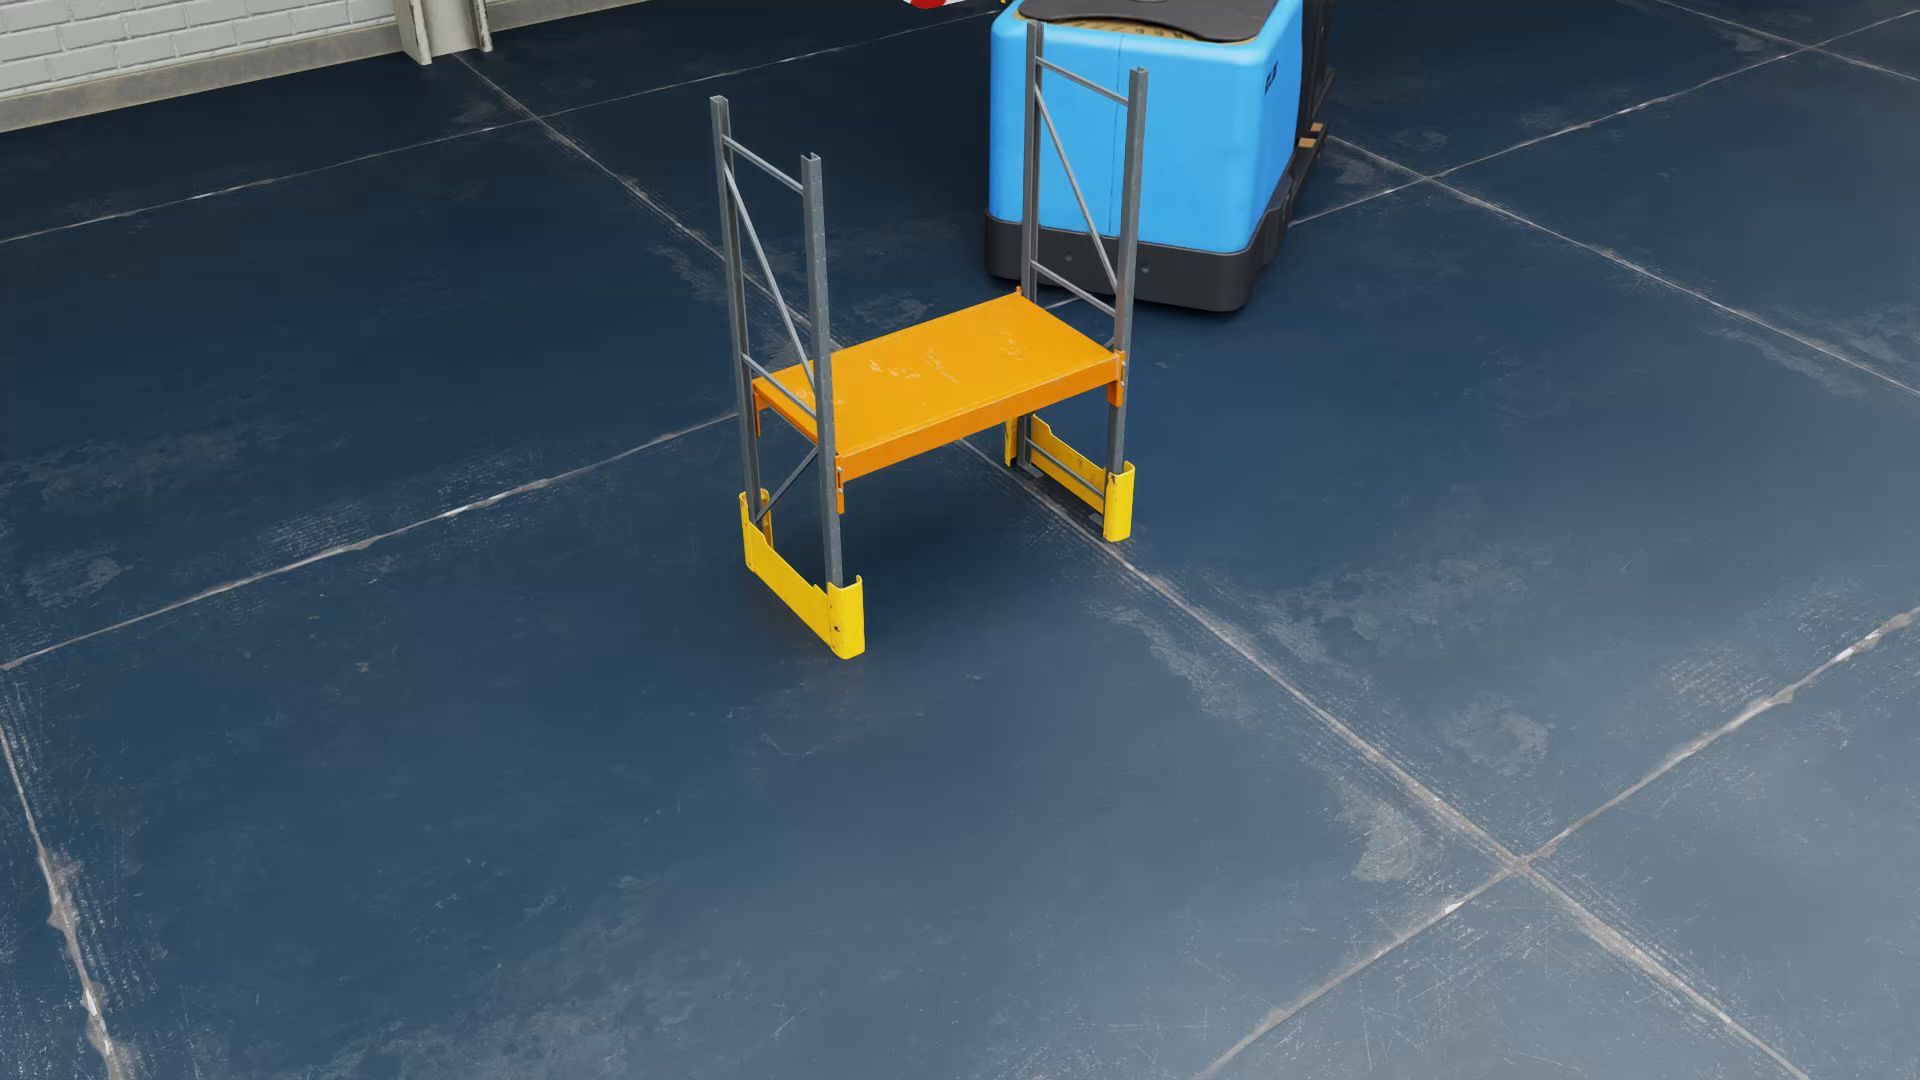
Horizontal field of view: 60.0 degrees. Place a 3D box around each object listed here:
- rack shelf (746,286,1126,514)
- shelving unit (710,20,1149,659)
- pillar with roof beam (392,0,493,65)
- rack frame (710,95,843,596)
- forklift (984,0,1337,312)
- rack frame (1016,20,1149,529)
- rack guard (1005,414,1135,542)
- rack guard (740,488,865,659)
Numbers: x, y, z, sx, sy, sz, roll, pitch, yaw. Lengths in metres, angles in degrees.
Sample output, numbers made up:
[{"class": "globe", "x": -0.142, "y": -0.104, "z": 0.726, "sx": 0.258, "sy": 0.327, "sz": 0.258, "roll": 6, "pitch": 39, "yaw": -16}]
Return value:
[{"class": "rack shelf", "x": -0.070, "y": -0.434, "z": 4.877, "sx": 1.000, "sy": 0.185, "sz": 0.538, "roll": -22, "pitch": 41, "yaw": -28}, {"class": "shelving unit", "x": -0.062, "y": -0.583, "z": 4.776, "sx": 1.083, "sy": 1.500, "sz": 0.587, "roll": -22, "pitch": 41, "yaw": -28}, {"class": "pillar with roof beam", "x": -0.264, "y": -4.225, "z": 3.417, "sx": 0.400, "sy": 9.000, "sz": 9.100, "roll": -22, "pitch": 41, "yaw": -28}, {"class": "rack frame", "x": -0.485, "y": -0.409, "z": 4.534, "sx": 0.032, "sy": 1.500, "sz": 0.500, "roll": -22, "pitch": 41, "yaw": -28}, {"class": "forklift", "x": 1.069, "y": -2.918, "z": 6.797, "sx": 1.130, "sy": 2.935, "sz": 3.031, "roll": 12, "pitch": 37, "yaw": 16}, {"class": "rack frame", "x": 0.346, "y": -0.751, "z": 5.010, "sx": 0.032, "sy": 1.500, "sz": 0.500, "roll": -22, "pitch": 41, "yaw": -28}, {"class": "rack guard", "x": 0.345, "y": -0.243, "z": 5.374, "sx": 0.087, "sy": 0.250, "sz": 0.587, "roll": -22, "pitch": 41, "yaw": -28}, {"class": "rack guard", "x": -0.469, "y": 0.092, "z": 4.908, "sx": 0.087, "sy": 0.250, "sz": 0.587, "roll": -22, "pitch": 41, "yaw": -28}]
